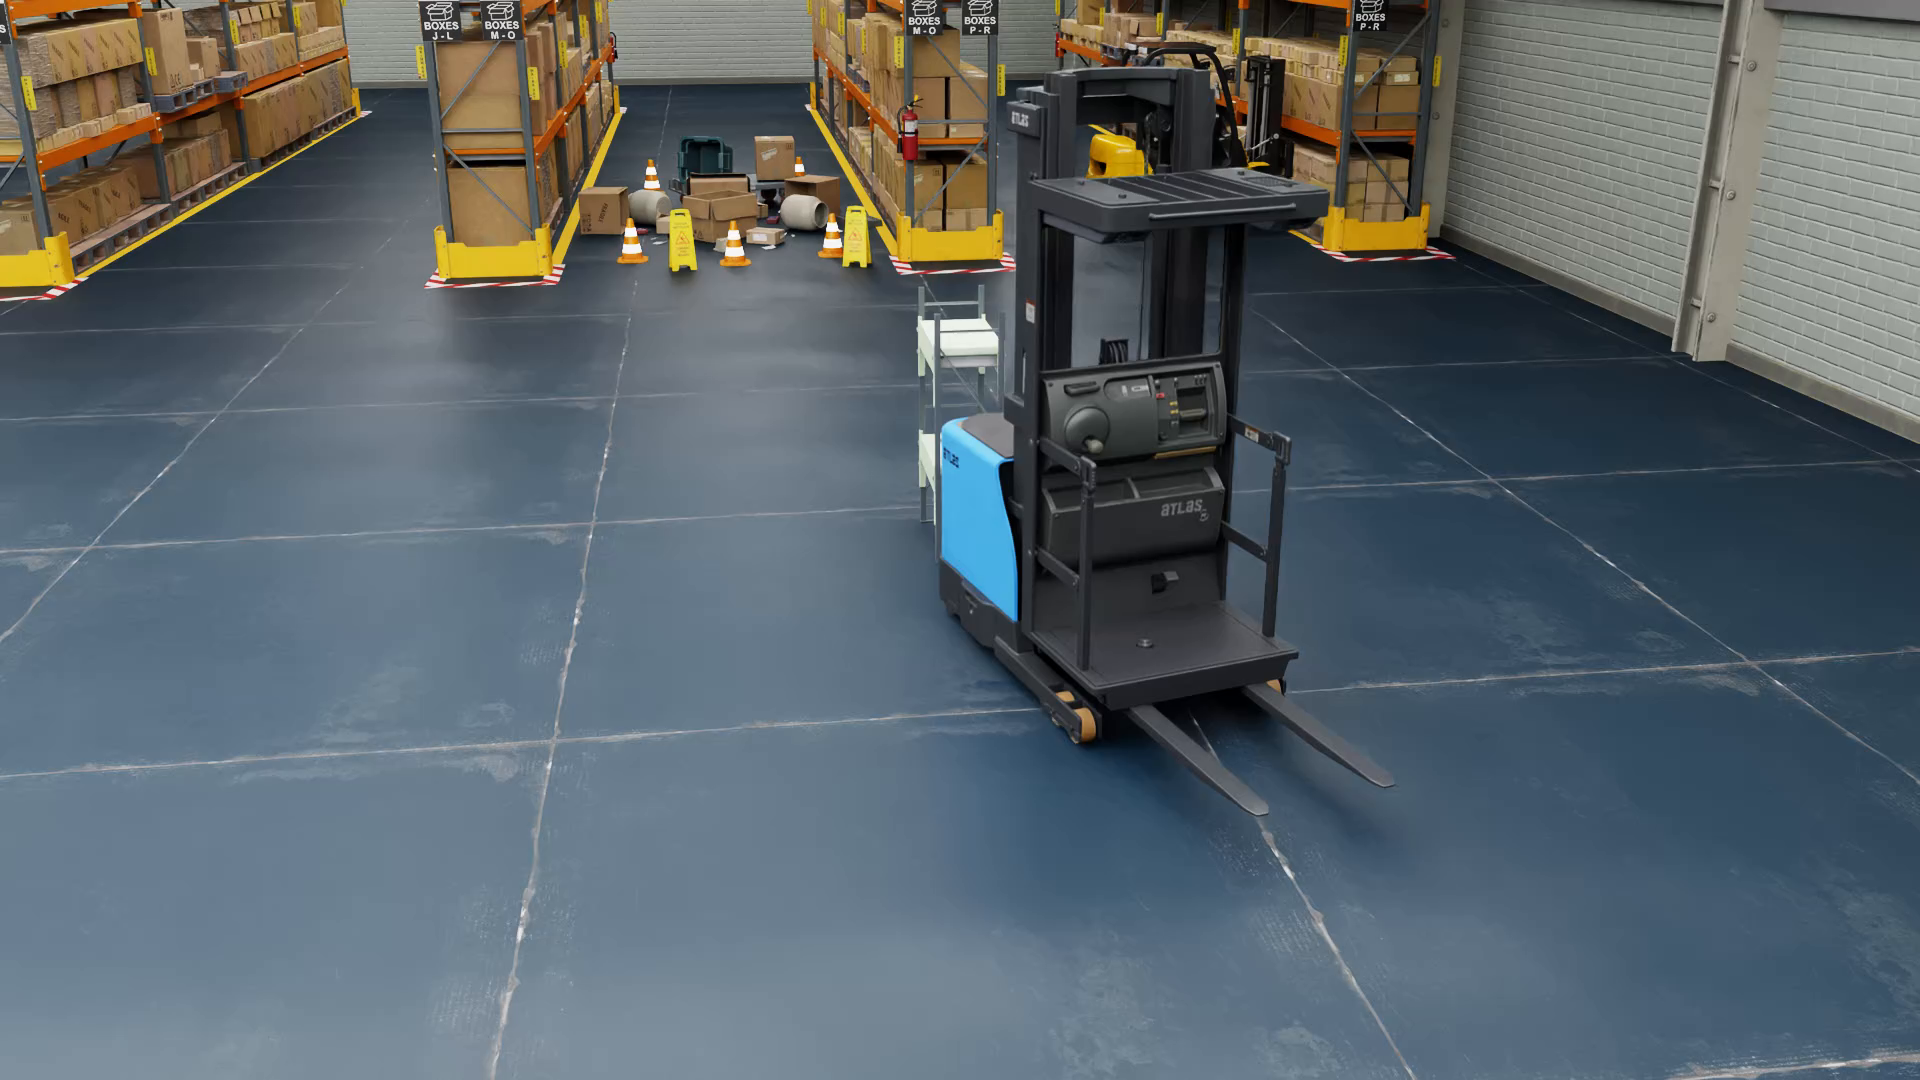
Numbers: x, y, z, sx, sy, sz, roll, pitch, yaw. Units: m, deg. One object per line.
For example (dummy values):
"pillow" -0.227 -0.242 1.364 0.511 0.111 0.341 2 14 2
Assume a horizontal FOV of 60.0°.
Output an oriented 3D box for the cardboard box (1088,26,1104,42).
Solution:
"cardboard box" 2.679 -9.374 30.816 0.500 0.250 0.500 -3 21 -8

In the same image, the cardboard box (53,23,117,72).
"cardboard box" -10.003 -5.613 18.960 0.500 0.500 0.500 -3 21 -8

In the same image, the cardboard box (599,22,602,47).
"cardboard box" -6.615 -8.973 29.385 0.500 0.500 0.500 -3 21 -8

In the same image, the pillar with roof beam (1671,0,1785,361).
"pillar with roof beam" 2.207 -5.615 12.390 9.100 9.000 0.400 -3 21 -8

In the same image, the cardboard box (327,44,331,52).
"cardboard box" -11.650 -8.934 30.207 0.380 0.149 0.250 -3 21 -8

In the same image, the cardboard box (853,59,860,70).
"cardboard box" -1.371 -6.995 24.418 0.380 0.149 0.250 -3 21 -7

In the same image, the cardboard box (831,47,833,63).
"cardboard box" -1.895 -8.123 27.892 0.500 0.250 0.500 -3 21 -8

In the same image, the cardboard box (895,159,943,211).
"cardboard box" -0.475 -4.086 19.126 0.500 0.500 0.500 -3 21 -7

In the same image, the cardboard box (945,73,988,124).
"cardboard box" 0.105 -4.926 18.549 0.500 0.500 0.500 -3 21 -9

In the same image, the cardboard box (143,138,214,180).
"cardboard box" -10.763 -5.248 22.925 0.700 0.500 0.500 -1 21 -3

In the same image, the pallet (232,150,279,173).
"pallet" -11.100 -5.802 25.449 1.003 0.211 1.213 -3 21 -8

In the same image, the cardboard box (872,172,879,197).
"cardboard box" -0.860 -4.637 21.674 0.500 0.250 0.500 -4 21 -10

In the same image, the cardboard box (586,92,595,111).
"cardboard box" -6.130 -7.022 26.631 0.500 0.250 0.500 -3 21 -7

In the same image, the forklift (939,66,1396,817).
"forklift" 0.916 -0.598 7.628 1.130 2.935 3.031 -8 22 -21

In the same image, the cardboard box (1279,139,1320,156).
"cardboard box" 4.208 -4.860 20.843 0.500 0.250 0.500 -3 21 -9

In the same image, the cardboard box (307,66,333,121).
"cardboard box" -11.783 -7.962 29.683 0.875 0.875 0.875 -3 21 -8

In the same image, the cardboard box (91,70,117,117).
"cardboard box" -10.272 -5.131 19.098 0.875 0.500 0.500 -3 21 -8

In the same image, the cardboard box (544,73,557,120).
"cardboard box" -5.395 -5.416 20.214 0.875 0.550 0.550 -3 21 -8

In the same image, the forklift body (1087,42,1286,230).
"forklift body" 2.732 -4.980 20.476 2.313 2.155 1.214 -3 21 -8

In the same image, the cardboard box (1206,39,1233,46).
"cardboard box" 3.751 -7.097 23.860 0.380 0.149 0.250 -3 21 -7

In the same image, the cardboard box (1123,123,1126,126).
"cardboard box" 3.082 -7.458 28.869 0.500 0.500 0.500 -4 21 -9

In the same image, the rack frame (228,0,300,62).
"rack frame" -11.637 -8.216 27.928 1.000 3.000 0.127 -3 21 -8

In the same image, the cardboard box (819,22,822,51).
"cardboard box" -2.317 -9.262 30.584 0.500 0.500 0.500 -3 21 -9

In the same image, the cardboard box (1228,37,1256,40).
"cardboard box" 4.145 -7.301 24.406 0.380 0.149 0.250 -2 21 -6

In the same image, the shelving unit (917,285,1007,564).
"shelving unit" 0.001 -0.700 9.948 0.431 1.500 0.755 -3 21 -8

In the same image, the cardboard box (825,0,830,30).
"cardboard box" -2.052 -9.065 28.627 0.500 0.500 0.500 -3 21 -7

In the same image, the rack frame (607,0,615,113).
"rack frame" -7.291 -9.816 32.212 1.000 3.000 0.127 -3 21 -8

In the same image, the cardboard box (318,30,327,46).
"cardboard box" -11.656 -8.984 29.772 0.500 0.250 0.500 -3 21 -8

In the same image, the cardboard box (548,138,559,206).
"cardboard box" -5.540 -4.642 20.794 0.875 0.875 0.875 -3 21 -7

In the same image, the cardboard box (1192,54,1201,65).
"cardboard box" 3.706 -7.050 24.304 0.500 0.250 0.500 -3 21 -7

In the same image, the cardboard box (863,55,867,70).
"cardboard box" -1.044 -6.649 22.564 0.500 0.500 0.500 -3 21 -7

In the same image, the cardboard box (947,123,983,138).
"cardboard box" 0.055 -4.572 18.529 0.380 0.149 0.250 -3 21 -8

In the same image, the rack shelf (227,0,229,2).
"rack shelf" -11.349 -8.592 25.675 1.077 0.370 4.000 -3 21 -8

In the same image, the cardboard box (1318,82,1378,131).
"cardboard box" 4.479 -5.017 19.219 0.500 0.500 0.500 -3 21 -9

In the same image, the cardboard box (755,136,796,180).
"cardboard box" -2.435 -5.030 21.887 0.500 0.500 0.500 -3 21 -8

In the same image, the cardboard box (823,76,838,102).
"cardboard box" -2.213 -8.874 32.751 0.875 0.438 0.875 -4 21 -10

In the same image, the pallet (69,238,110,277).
"pallet" -10.001 -3.065 18.120 1.003 0.211 1.213 -3 21 -8

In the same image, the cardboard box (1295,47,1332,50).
"cardboard box" 4.323 -5.947 20.357 0.380 0.149 0.250 -3 21 -7

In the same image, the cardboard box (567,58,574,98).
"cardboard box" -5.514 -6.252 22.526 0.500 0.500 0.500 -3 21 -8

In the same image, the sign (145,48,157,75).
"sign" -9.948 -5.882 20.441 0.100 0.325 0.005 -3 21 -8

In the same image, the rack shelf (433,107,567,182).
"rack shelf" -5.273 -4.632 19.360 1.077 0.370 4.000 -3 21 -8

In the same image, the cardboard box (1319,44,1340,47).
"cardboard box" 4.731 -6.148 20.894 0.380 0.149 0.250 -3 21 -8

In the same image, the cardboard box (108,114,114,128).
"cardboard box" -10.031 -4.834 19.231 0.380 0.149 0.250 -3 21 -8

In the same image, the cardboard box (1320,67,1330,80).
"cardboard box" 4.440 -5.450 19.450 0.380 0.149 0.250 -3 21 -7

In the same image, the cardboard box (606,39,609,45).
"cardboard box" -6.965 -9.600 31.992 0.380 0.149 0.250 -3 21 -8

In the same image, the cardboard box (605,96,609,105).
"cardboard box" -6.683 -8.107 30.683 0.380 0.149 0.250 -3 21 -7

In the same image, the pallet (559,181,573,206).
"pallet" -5.747 -4.619 22.281 1.003 0.211 1.213 -3 21 -8

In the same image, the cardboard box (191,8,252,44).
"cardboard box" -11.241 -7.828 25.311 0.797 0.503 0.637 -2 21 -6

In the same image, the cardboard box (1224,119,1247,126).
"cardboard box" 4.043 -5.731 24.068 0.875 0.625 0.625 -3 21 -8

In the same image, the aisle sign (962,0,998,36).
"aisle sign" 0.215 -5.773 17.671 0.394 0.787 0.004 -3 21 -8

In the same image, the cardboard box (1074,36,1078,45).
"cardboard box" 2.416 -9.659 32.149 0.380 0.149 0.250 -4 21 -9

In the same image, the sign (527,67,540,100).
"sign" -4.435 -4.745 17.284 0.100 0.325 0.005 -3 21 -8

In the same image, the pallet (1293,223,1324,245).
"pallet" 4.658 -3.769 20.007 1.003 0.211 1.213 -3 21 -8

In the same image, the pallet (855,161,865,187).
"pallet" -0.971 -5.333 24.193 1.003 0.211 1.213 -3 21 -8
